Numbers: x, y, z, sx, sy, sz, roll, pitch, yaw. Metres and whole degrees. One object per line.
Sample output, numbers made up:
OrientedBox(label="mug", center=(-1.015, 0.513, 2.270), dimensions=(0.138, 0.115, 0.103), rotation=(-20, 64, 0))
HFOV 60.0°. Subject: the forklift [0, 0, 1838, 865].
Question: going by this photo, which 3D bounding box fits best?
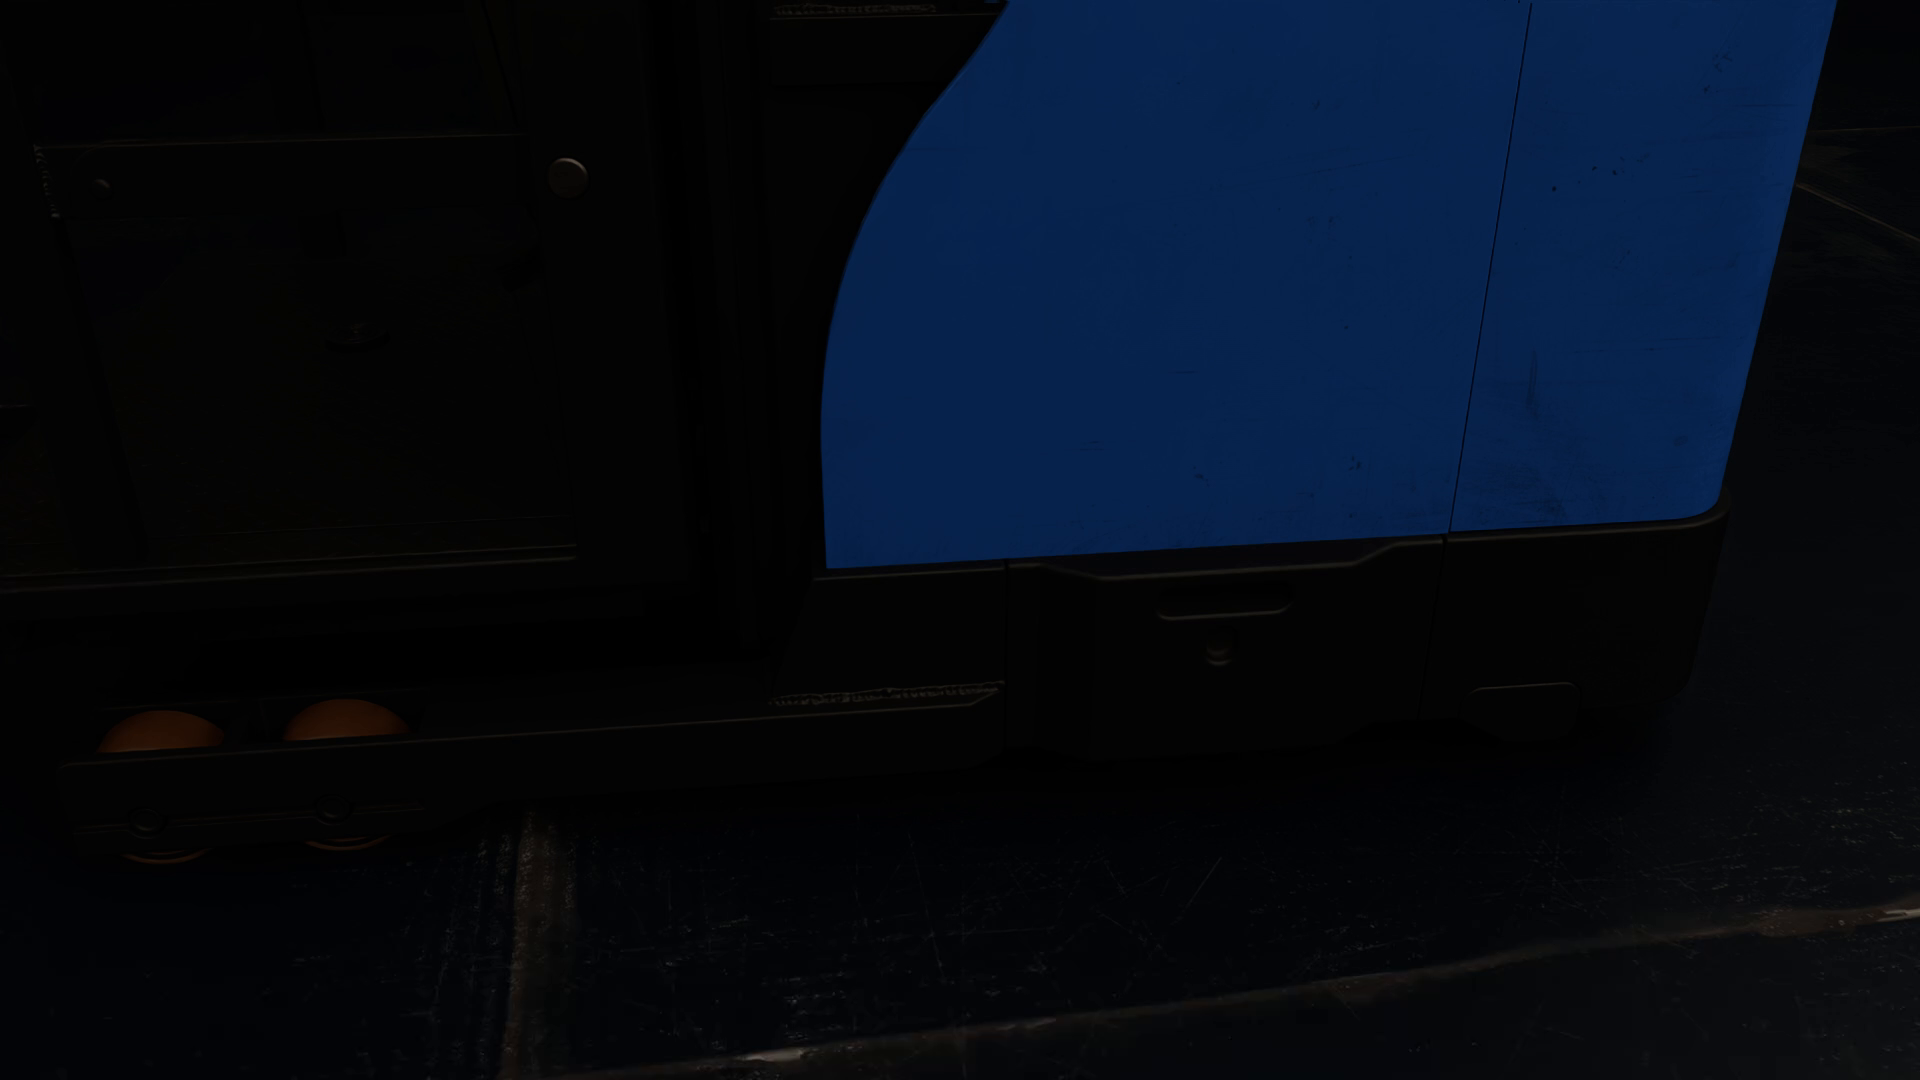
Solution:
OrientedBox(label="forklift", center=(-0.654, -1.201, 1.636), dimensions=(3.031, 2.935, 1.130), rotation=(-3, 28, -6))
